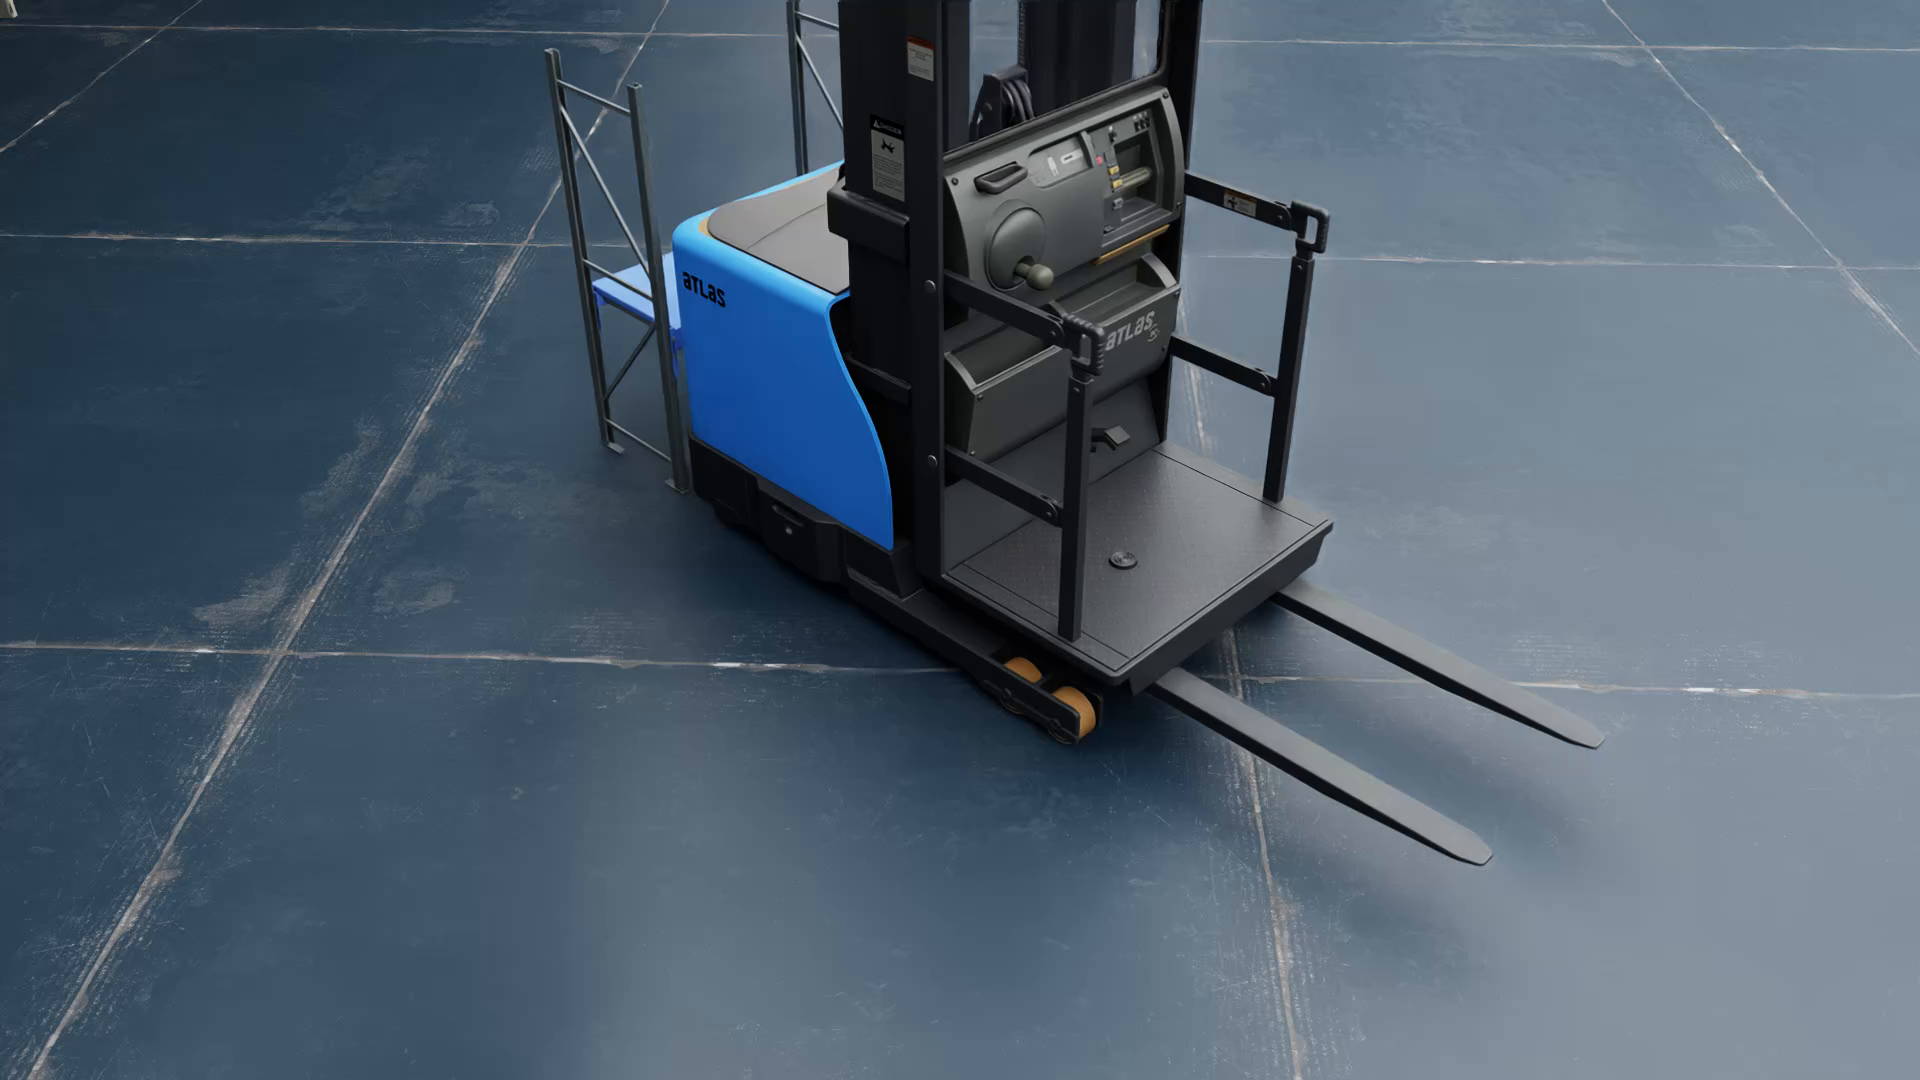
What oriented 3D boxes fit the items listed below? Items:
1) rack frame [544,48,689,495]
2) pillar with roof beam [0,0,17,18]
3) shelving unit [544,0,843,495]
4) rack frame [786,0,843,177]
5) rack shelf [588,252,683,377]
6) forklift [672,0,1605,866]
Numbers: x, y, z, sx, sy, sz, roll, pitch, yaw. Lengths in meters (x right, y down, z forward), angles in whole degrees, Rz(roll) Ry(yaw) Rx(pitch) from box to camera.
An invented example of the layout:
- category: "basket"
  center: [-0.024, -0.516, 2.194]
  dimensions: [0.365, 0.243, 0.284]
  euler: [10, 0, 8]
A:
- category: "rack frame"
  center: [-1.165, -0.883, 5.701]
  dimensions: [0.032, 1.500, 0.500]
  euler: [-30, 45, -35]
- category: "pillar with roof beam"
  center: [-1.776, -6.770, 7.557]
  dimensions: [9.100, 9.000, 0.400]
  euler: [1, 35, 2]
- category: "shelving unit"
  center: [-0.804, -1.089, 5.994]
  dimensions: [1.048, 1.500, 0.538]
  euler: [-30, 45, -35]
- category: "rack frame"
  center: [-0.444, -1.295, 6.288]
  dimensions: [0.032, 1.500, 0.500]
  euler: [-30, 45, -35]
- category: "rack shelf"
  center: [-0.804, -0.942, 6.097]
  dimensions: [1.000, 0.185, 0.538]
  euler: [-30, 45, -35]
- category: "forklift"
  center: [0.464, -0.940, 4.538]
  dimensions: [3.031, 2.935, 1.130]
  euler: [29, 44, 35]
